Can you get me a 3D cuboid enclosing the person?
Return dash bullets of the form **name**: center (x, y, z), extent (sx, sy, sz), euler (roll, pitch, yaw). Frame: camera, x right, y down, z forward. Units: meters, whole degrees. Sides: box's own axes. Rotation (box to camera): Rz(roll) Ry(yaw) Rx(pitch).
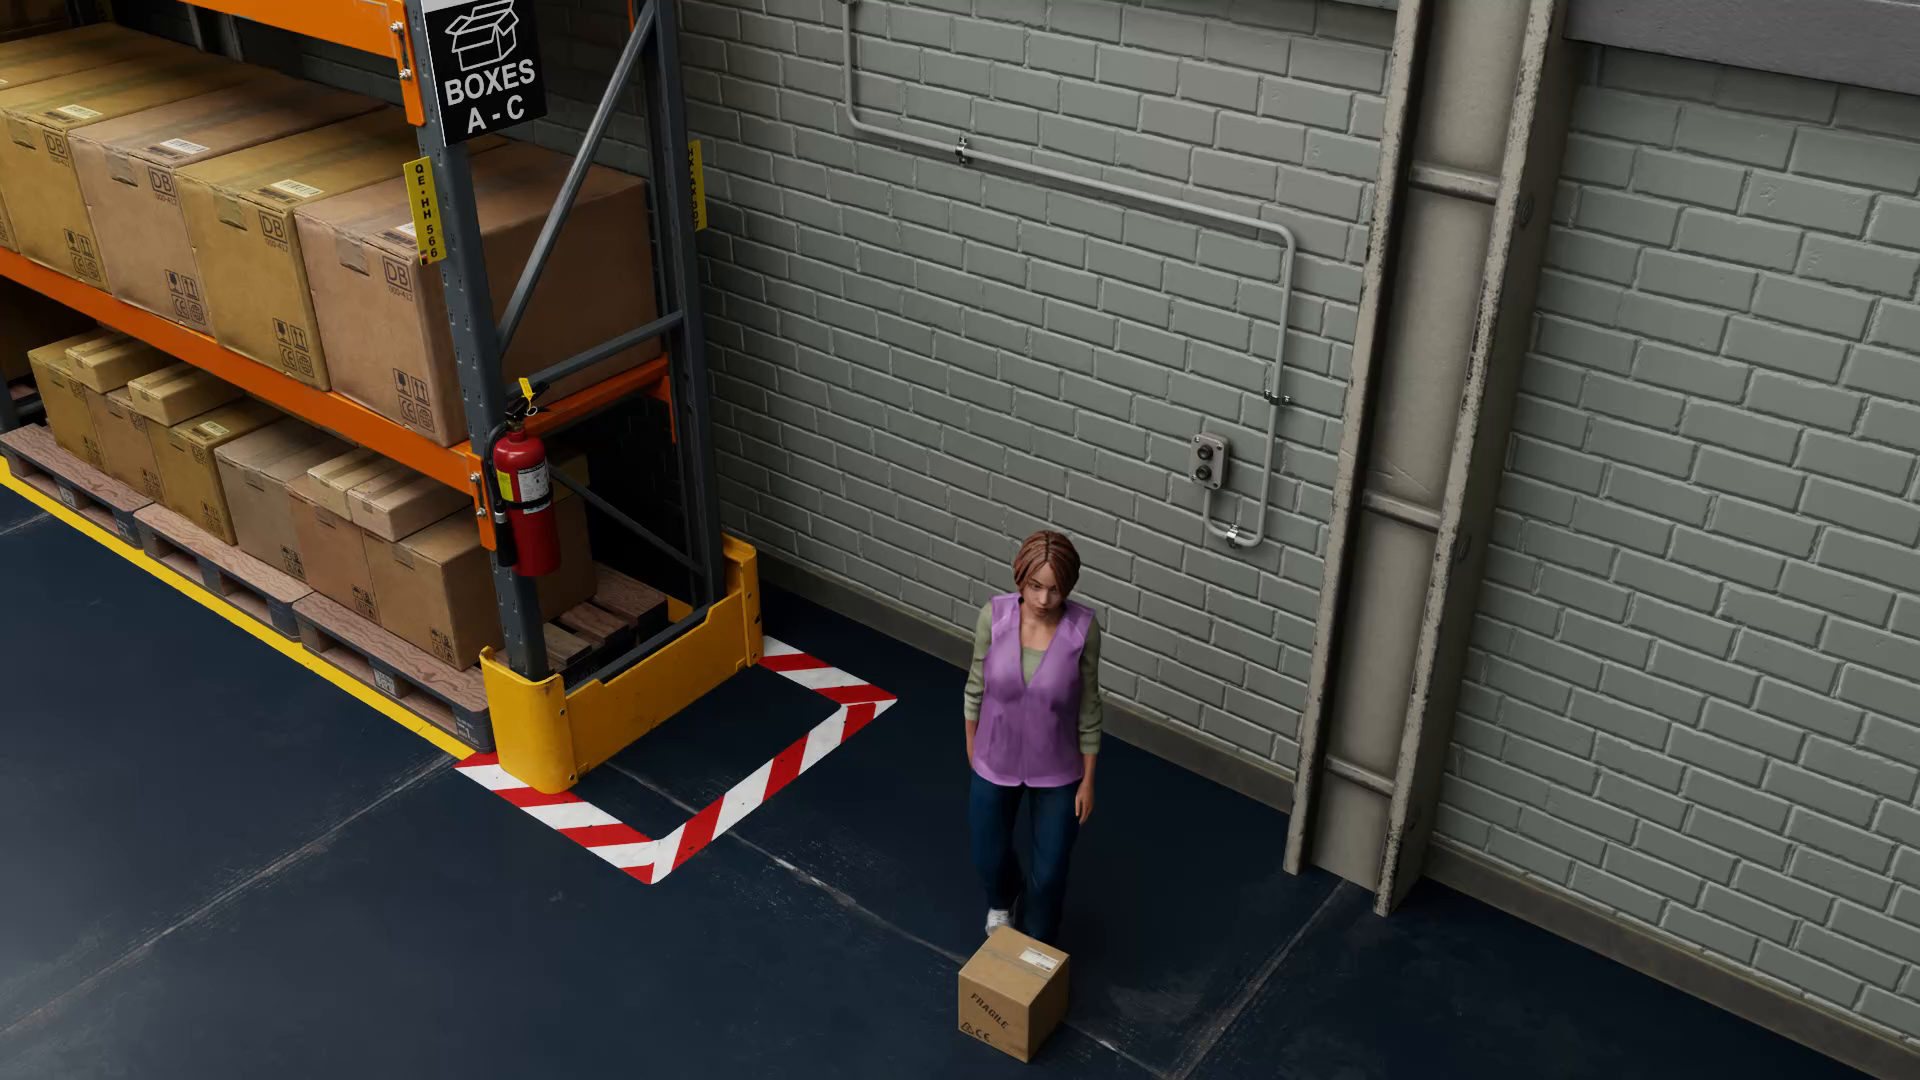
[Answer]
- **person**: center (0.208, 0.731, 5.014), extent (0.421, 1.629, 0.567), euler (5, 32, 8)
